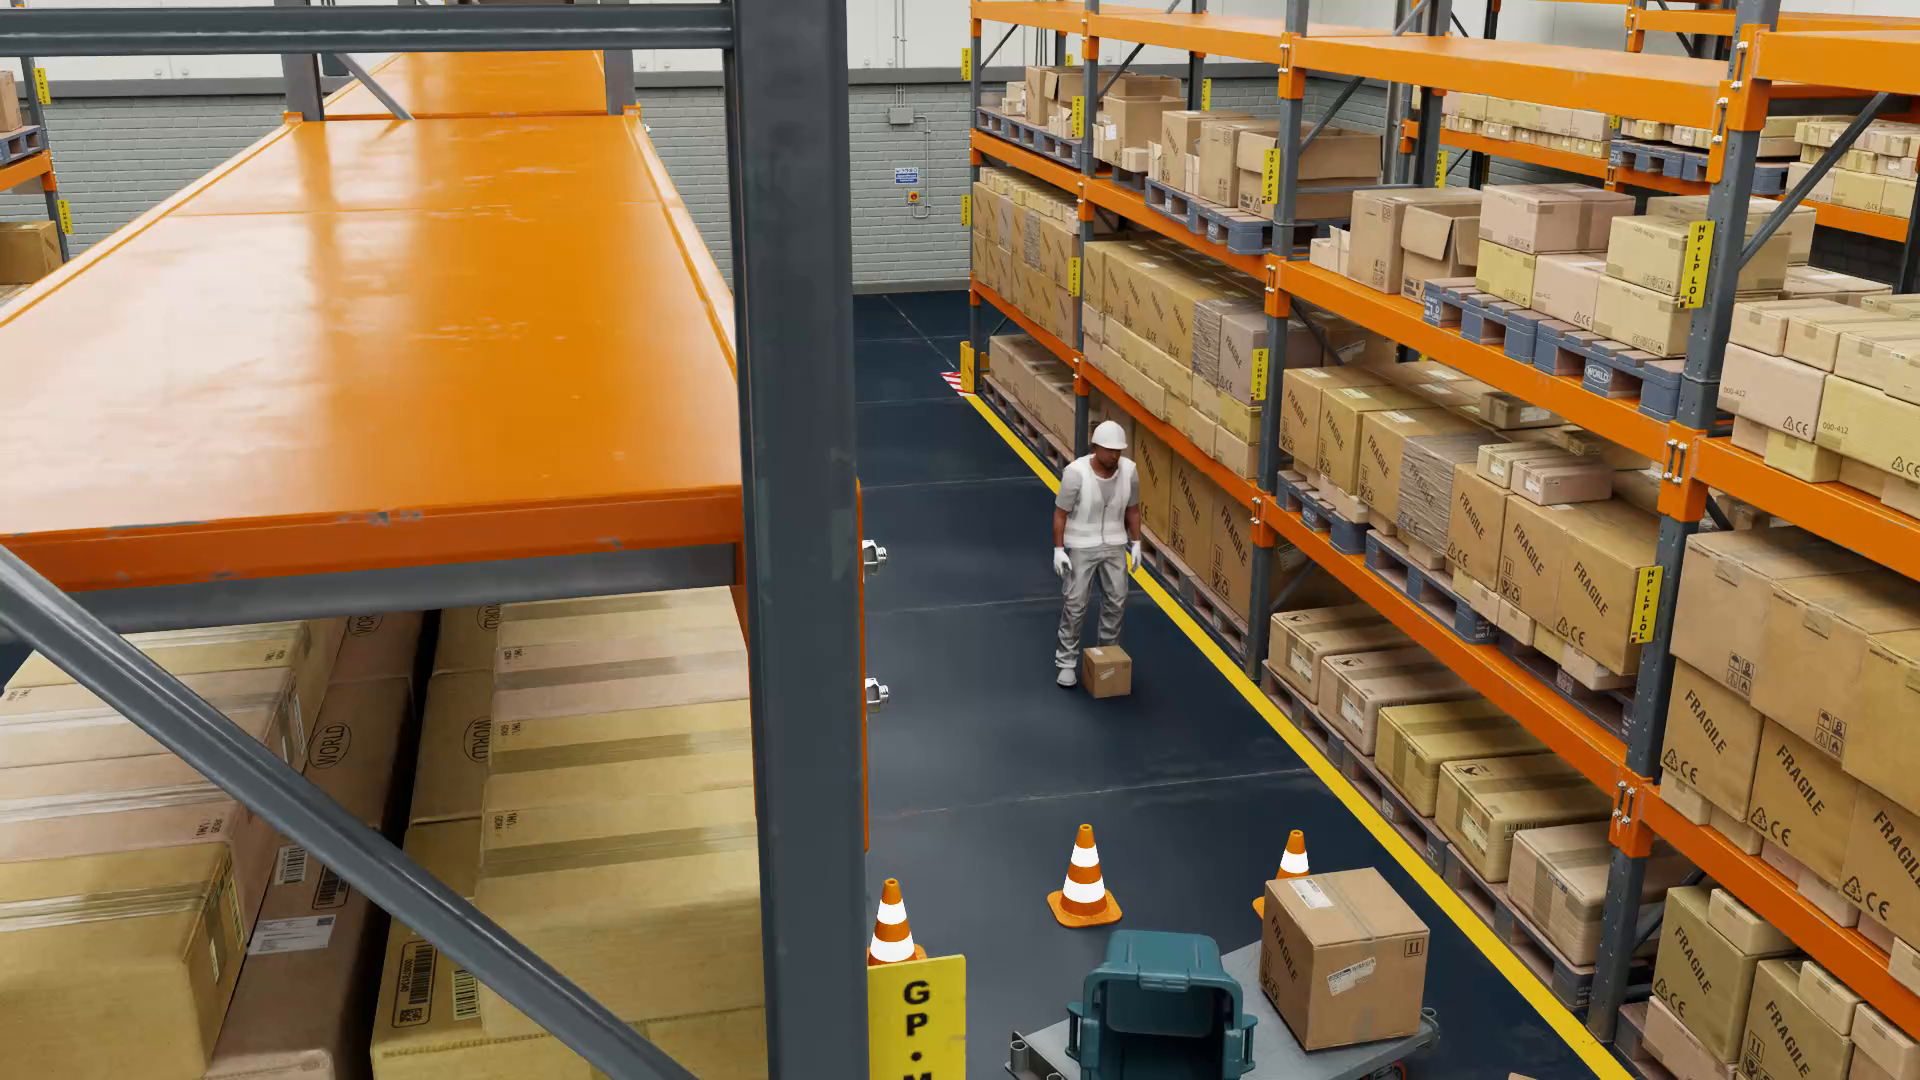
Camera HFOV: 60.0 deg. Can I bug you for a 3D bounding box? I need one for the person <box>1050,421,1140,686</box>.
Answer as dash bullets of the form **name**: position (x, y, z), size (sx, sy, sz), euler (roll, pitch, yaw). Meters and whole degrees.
- **person**: position (0.887, 0.072, 10.849), size (0.615, 1.773, 0.451), euler (-5, 20, -13)
